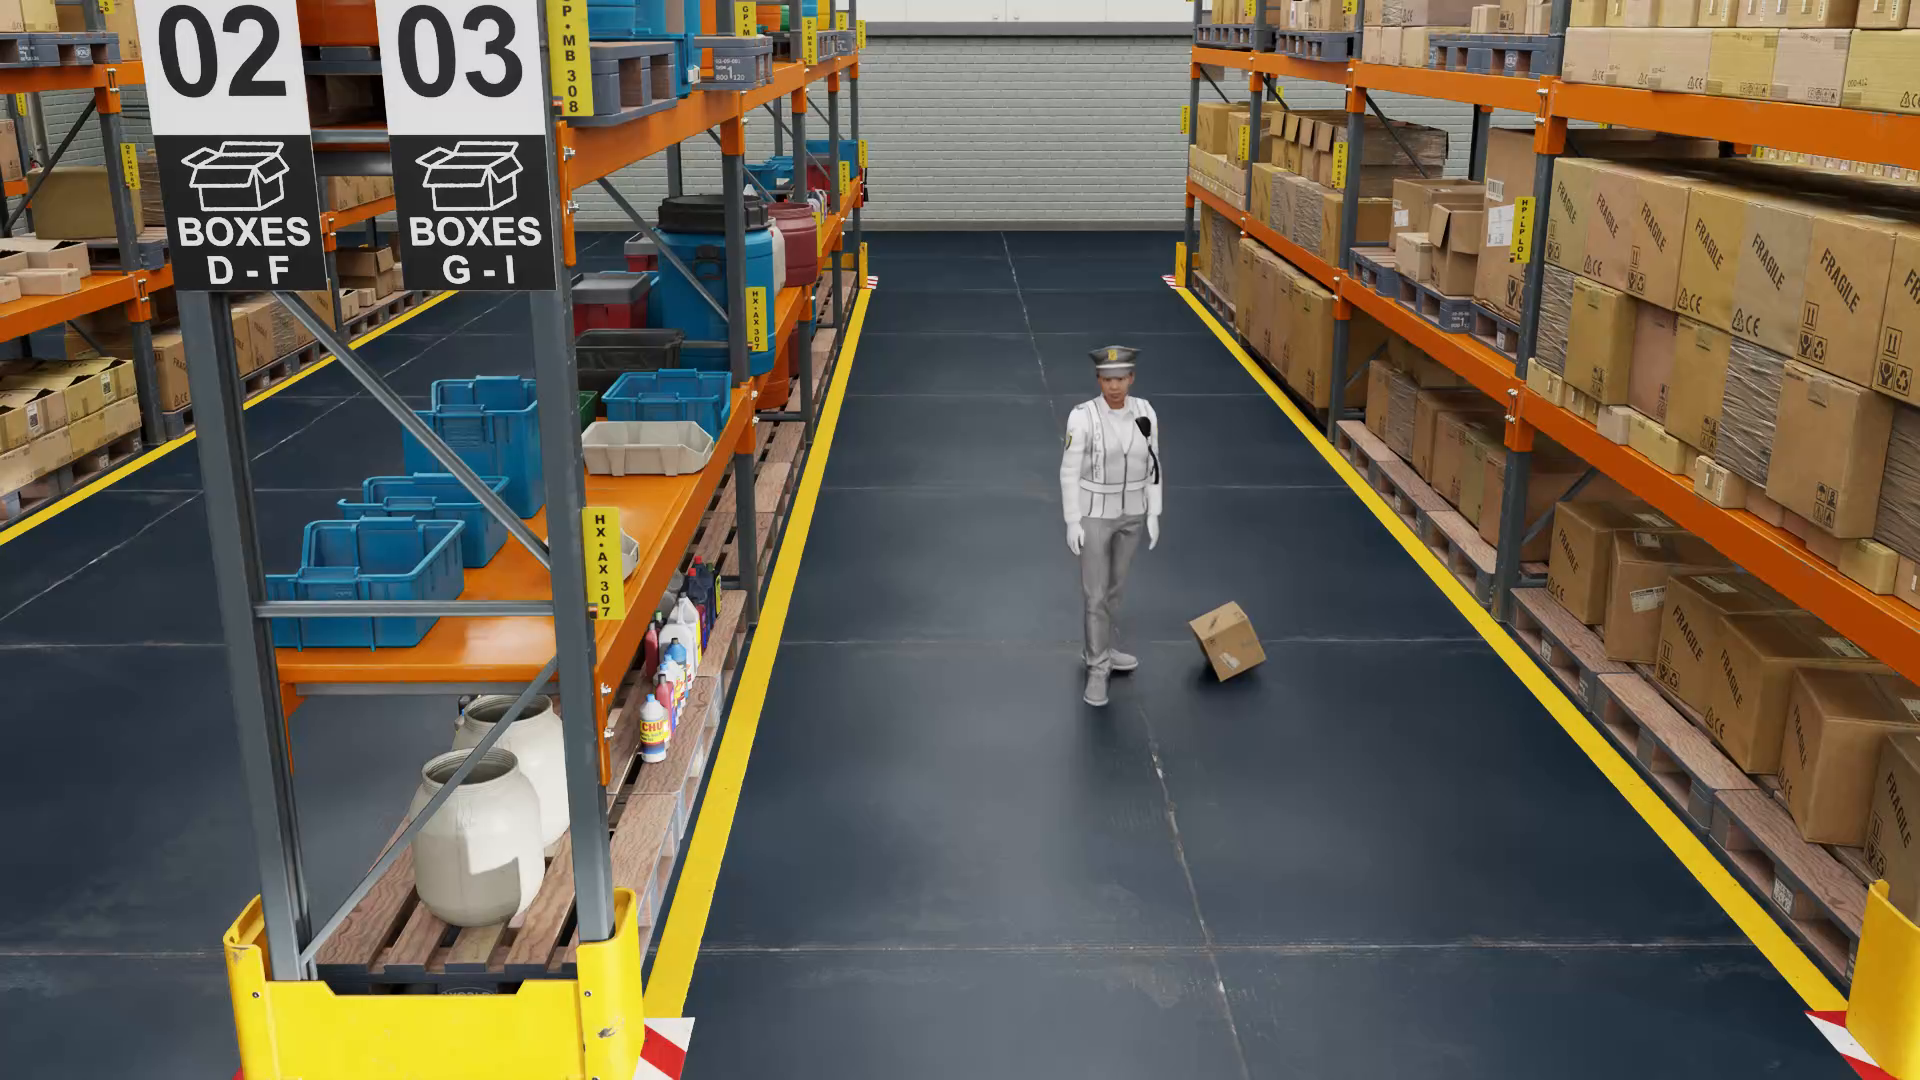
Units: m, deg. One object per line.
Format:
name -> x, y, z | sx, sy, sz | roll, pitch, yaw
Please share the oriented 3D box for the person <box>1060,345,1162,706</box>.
person -> 0.713, -0.105, 7.852 | 0.493, 1.684, 0.521 | -7, 19, -22
